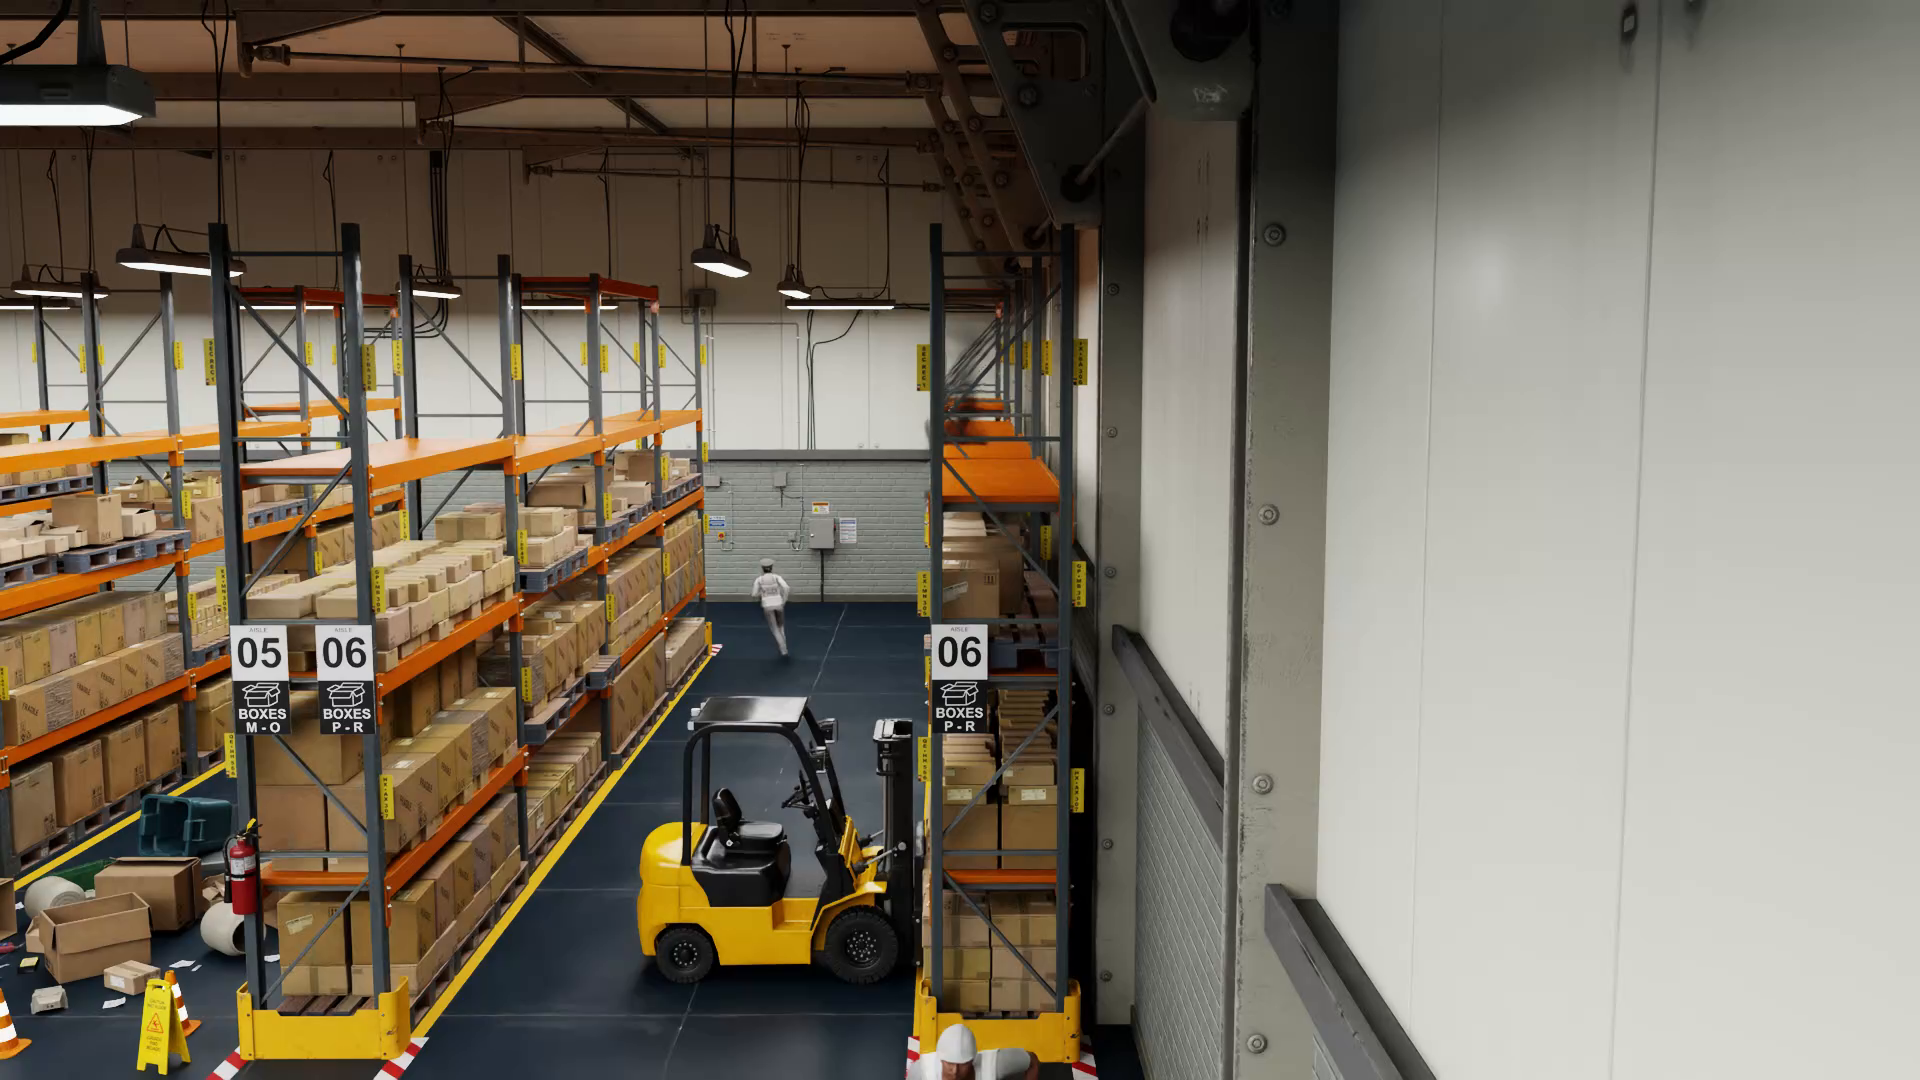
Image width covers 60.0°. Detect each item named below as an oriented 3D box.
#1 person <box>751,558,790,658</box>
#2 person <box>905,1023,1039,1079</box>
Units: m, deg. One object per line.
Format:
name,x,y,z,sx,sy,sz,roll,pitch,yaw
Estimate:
person,-3.094,1.184,27.365,0.649,1.729,0.751,-2,7,-18
person,0.064,3.319,9.012,0.730,1.725,1.028,1,7,9
